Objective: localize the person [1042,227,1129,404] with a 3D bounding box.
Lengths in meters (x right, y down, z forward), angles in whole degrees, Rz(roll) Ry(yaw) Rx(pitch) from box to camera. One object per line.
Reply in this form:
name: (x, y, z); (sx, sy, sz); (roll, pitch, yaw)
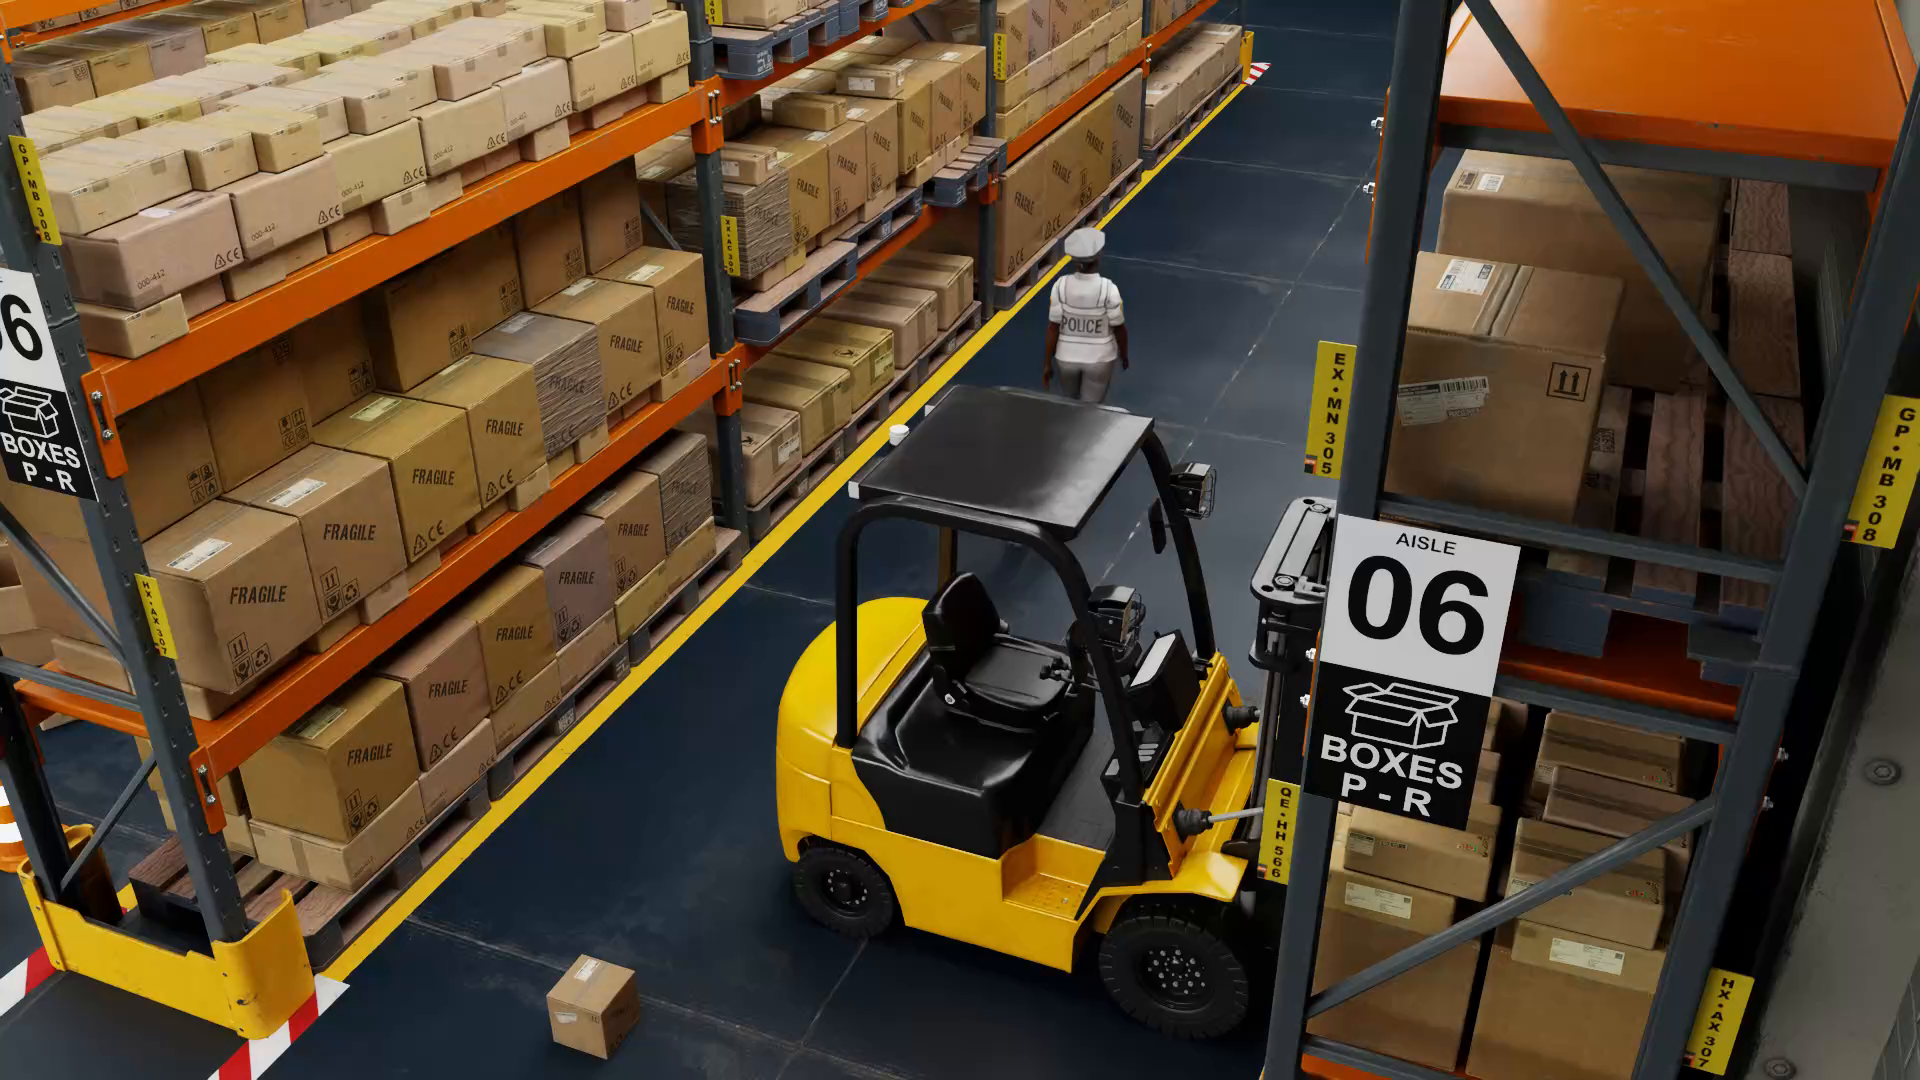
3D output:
person: (0.804, -1.154, 10.366); (0.484, 1.675, 0.862); (10, 31, 17)
